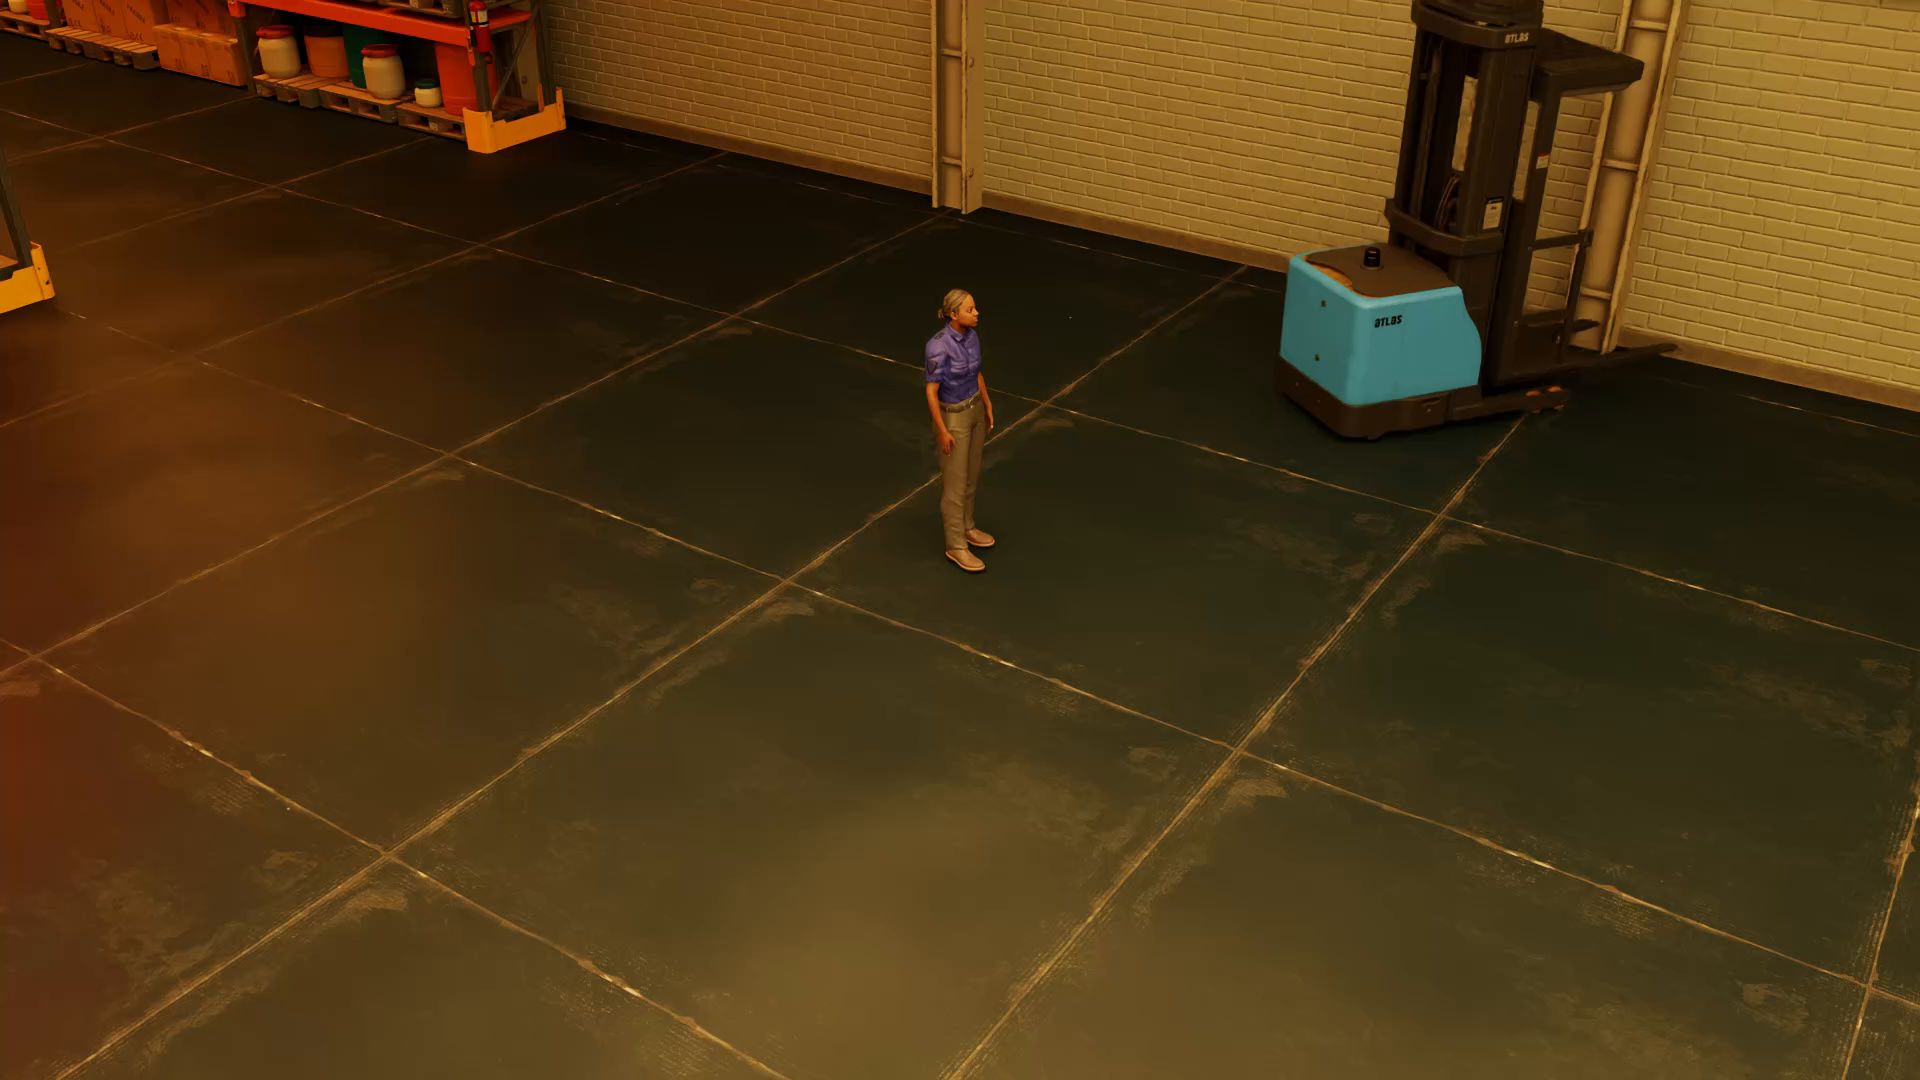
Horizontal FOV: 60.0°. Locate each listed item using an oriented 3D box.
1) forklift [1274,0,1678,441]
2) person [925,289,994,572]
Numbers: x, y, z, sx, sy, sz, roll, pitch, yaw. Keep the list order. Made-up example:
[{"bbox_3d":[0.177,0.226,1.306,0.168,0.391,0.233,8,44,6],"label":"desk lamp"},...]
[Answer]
[{"bbox_3d":[3.902,-2.419,11.747,3.031,2.935,1.130,-11,32,-18],"label":"forklift"},{"bbox_3d":[0.061,-0.689,10.024,0.504,1.654,0.569,19,35,29],"label":"person"}]
